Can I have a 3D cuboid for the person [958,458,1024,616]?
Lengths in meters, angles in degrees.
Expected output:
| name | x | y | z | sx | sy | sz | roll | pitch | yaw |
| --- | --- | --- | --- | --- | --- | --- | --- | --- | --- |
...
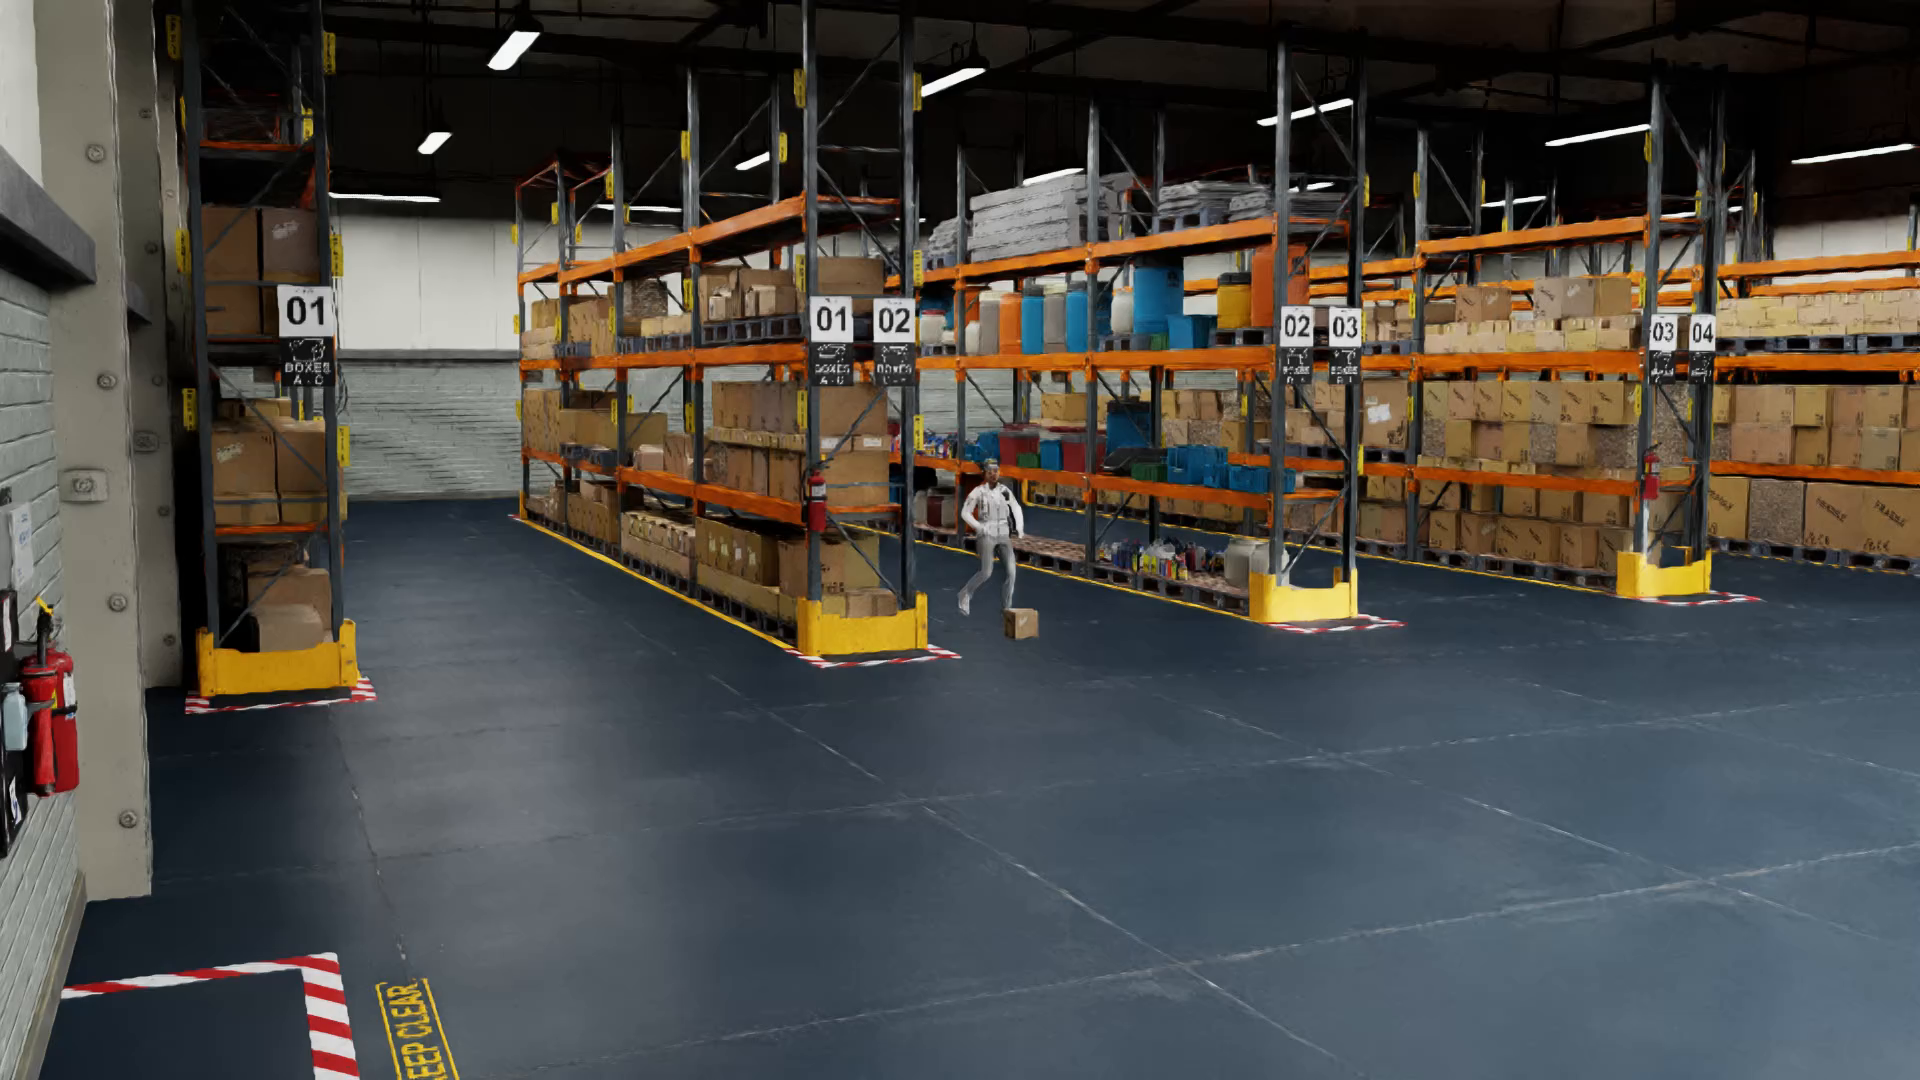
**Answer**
| name | x | y | z | sx | sy | sz | roll | pitch | yaw |
| --- | --- | --- | --- | --- | --- | --- | --- | --- | --- |
| person | 0.356 | -0.020 | 17.232 | 0.727 | 1.670 | 0.461 | -3 | 6 | -27 |
